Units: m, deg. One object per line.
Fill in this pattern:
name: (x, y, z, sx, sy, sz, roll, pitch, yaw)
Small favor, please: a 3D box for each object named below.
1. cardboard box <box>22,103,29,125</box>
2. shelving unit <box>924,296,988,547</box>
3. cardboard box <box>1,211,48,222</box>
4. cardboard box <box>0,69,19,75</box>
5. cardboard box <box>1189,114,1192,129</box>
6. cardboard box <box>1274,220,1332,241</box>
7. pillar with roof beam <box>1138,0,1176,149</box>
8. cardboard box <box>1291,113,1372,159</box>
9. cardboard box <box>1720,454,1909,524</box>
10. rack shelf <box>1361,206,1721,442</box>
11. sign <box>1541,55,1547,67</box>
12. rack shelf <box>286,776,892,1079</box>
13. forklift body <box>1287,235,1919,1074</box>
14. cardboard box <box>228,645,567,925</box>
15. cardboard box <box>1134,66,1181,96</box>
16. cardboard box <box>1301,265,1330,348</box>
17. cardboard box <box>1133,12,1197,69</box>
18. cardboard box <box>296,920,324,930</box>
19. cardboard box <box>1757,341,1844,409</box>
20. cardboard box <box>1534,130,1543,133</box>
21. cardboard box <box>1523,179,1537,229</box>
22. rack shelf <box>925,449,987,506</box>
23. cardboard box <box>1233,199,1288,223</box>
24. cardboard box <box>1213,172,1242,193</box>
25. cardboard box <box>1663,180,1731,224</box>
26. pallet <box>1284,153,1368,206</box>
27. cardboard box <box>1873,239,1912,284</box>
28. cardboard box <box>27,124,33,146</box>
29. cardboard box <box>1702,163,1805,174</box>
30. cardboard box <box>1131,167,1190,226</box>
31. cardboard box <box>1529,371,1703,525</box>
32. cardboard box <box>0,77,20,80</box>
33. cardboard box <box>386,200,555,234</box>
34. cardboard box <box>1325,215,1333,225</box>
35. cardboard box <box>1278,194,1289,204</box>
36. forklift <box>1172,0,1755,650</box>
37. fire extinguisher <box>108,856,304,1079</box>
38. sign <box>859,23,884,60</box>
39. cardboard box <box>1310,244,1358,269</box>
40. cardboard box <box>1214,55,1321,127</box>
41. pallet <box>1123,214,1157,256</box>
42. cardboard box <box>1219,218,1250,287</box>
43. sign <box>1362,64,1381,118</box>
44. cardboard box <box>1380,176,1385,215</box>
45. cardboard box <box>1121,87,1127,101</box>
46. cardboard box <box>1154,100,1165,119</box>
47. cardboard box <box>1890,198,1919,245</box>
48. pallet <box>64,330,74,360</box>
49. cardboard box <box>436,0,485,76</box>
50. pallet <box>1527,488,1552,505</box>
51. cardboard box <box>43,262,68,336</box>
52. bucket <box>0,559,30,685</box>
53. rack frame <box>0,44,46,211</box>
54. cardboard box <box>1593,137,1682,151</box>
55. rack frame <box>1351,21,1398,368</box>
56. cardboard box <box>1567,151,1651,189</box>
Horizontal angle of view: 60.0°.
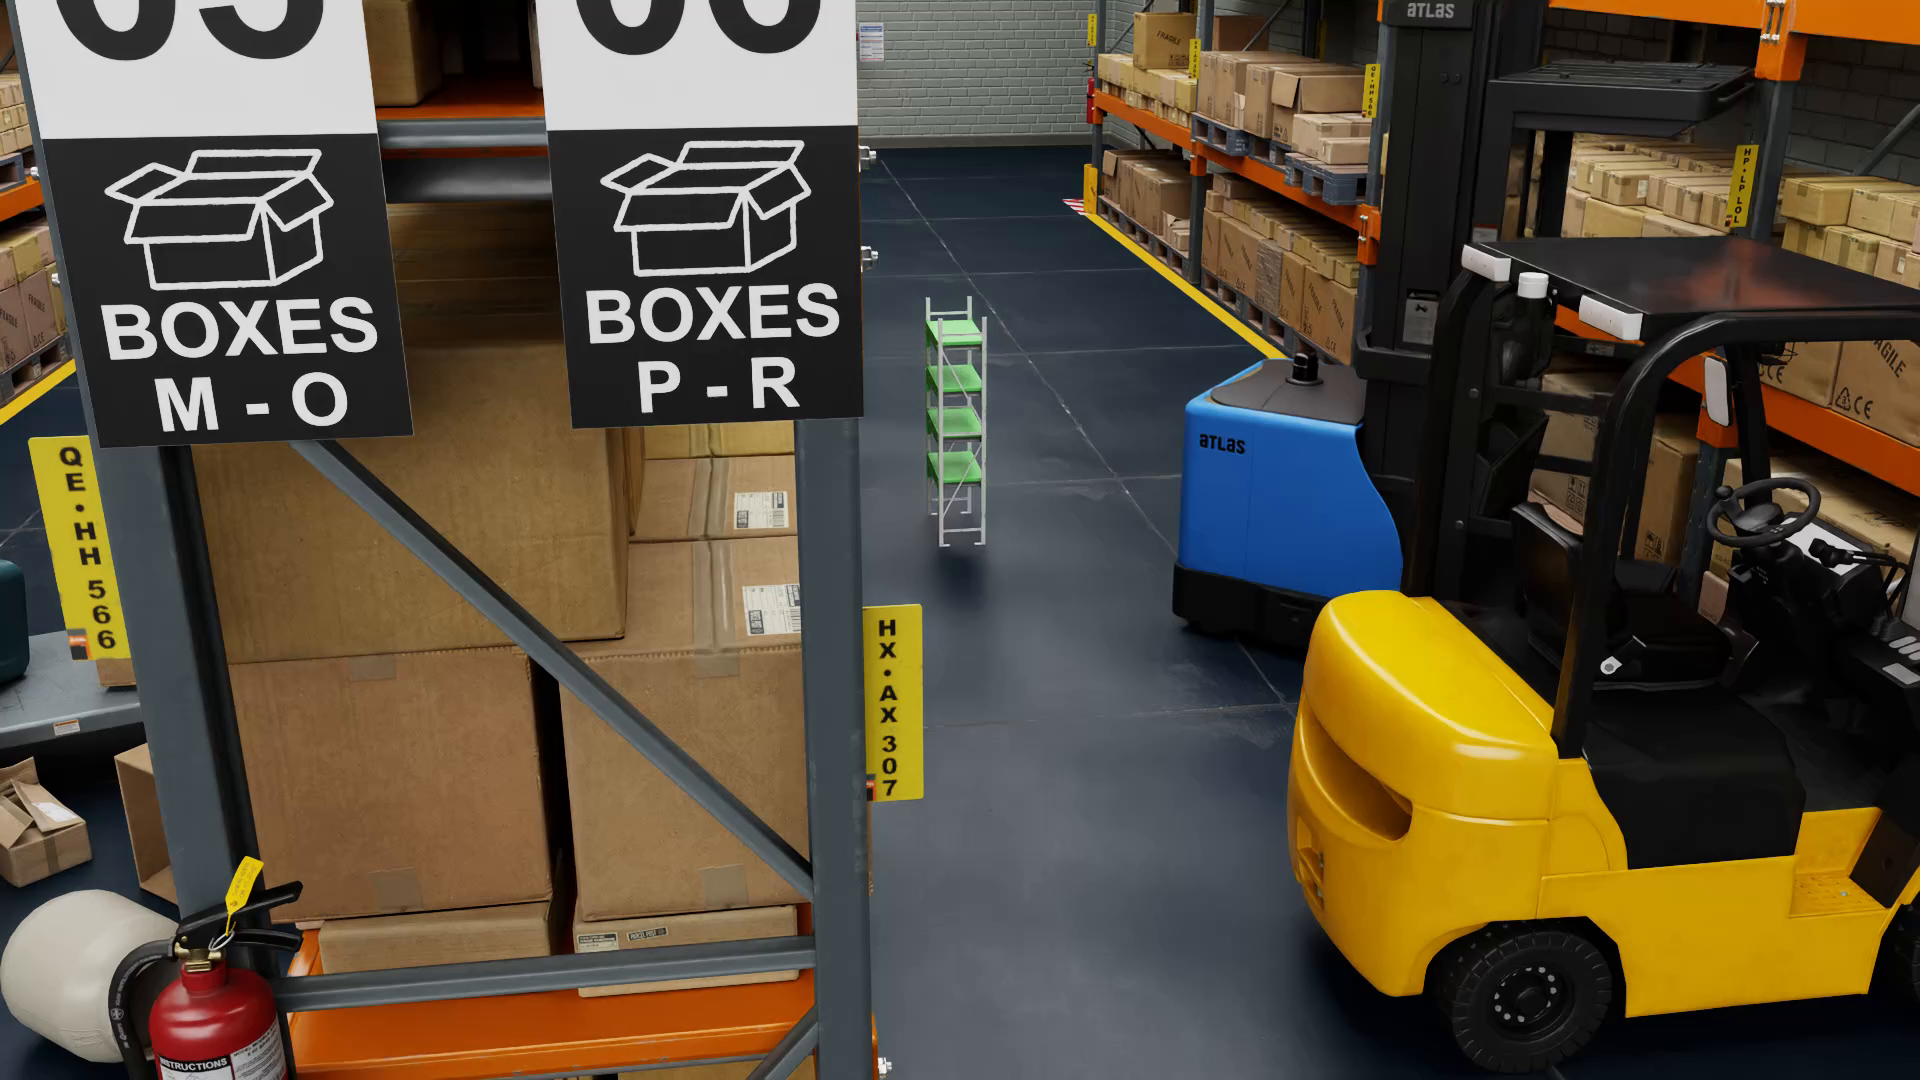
cardboard box: (-6.932, -3.100, 12.063, 0.380, 0.149, 0.250, -2, 21, -5)
shelving unit: (-0.024, -0.619, 8.660, 0.258, 1.200, 0.503, -3, 21, -8)
cardboard box: (-6.899, -2.318, 12.537, 0.500, 0.250, 0.500, -3, 21, -9)
cardboard box: (-7.606, -3.526, 13.301, 0.500, 0.500, 0.500, -3, 21, -8)
cardboard box: (2.242, -3.703, 14.702, 0.380, 0.149, 0.250, -3, 21, -7)
cardboard box: (2.645, -2.374, 12.830, 0.380, 0.149, 0.250, -3, 21, -8)
pillar with roof beam: (-1.795, -8.680, 19.095, 9.100, 9.000, 0.400, -3, 21, -8)
cardboard box: (2.642, -2.813, 11.576, 0.500, 0.250, 0.500, -4, 21, -10)
cardboard box: (3.451, -0.147, 6.722, 0.500, 0.250, 0.500, -3, 21, -9)
rack shelf: (3.403, -1.308, 8.960, 1.077, 0.370, 4.000, -3, 21, -8)
sign: (3.664, -2.909, 10.564, 0.100, 0.325, 0.005, -3, 21, -8)
rack shelf: (-0.932, 0.328, 4.579, 1.077, 0.370, 4.000, -3, 21, -8)
forklift body: (2.189, 0.265, 4.933, 2.313, 2.155, 1.214, -3, 21, -8)
cardboard box: (-0.994, 0.323, 2.995, 0.500, 0.500, 0.500, -3, 21, -9)
cardboard box: (2.004, -4.480, 16.214, 0.500, 0.250, 0.500, -3, 21, -9)
cardboard box: (2.779, -1.673, 11.881, 0.500, 0.500, 0.500, -3, 21, -9)
cardboard box: (1.977, -4.838, 16.100, 0.500, 0.500, 0.500, -2, 21, -6)
cardboard box: (-1.055, 0.600, 3.180, 0.380, 0.149, 0.250, -3, 21, -8)
cardboard box: (3.497, -0.833, 6.516, 0.500, 0.500, 0.500, -3, 21, -9)
cardboard box: (3.088, -2.208, 9.271, 0.380, 0.149, 0.250, -3, 21, -7)
cardboard box: (3.164, -1.805, 8.761, 0.500, 0.250, 0.500, -3, 21, -7)
rack shelf: (-0.024, -0.335, 8.766, 0.258, 0.148, 0.480, -3, 21, -8)
cardboard box: (2.491, -2.735, 13.796, 0.380, 0.149, 0.250, -4, 21, -11)
cardboard box: (2.387, -3.057, 14.235, 0.380, 0.149, 0.250, -3, 21, -9)
cardboard box: (3.367, -1.499, 7.373, 0.380, 0.149, 0.250, -3, 21, -9)
pallet: (2.948, -2.479, 11.341, 1.213, 0.211, 1.003, -3, 21, -8)
cardboard box: (3.581, -1.002, 6.041, 0.380, 0.149, 0.250, -3, 21, -8)
cardboard box: (-6.932, -2.962, 12.118, 0.380, 0.149, 0.250, -3, 21, -8)
cardboard box: (3.774, -1.706, 7.926, 0.380, 0.149, 0.250, -3, 21, -8)
cardboard box: (2.018, -3.431, 16.587, 0.500, 0.500, 0.500, -3, 21, -7)
cardboard box: (3.501, -0.486, 8.525, 0.875, 0.625, 0.625, -3, 21, -8)
cardboard box: (-6.966, -3.322, 12.232, 0.380, 0.149, 0.250, -4, 21, -9)
cardboard box: (-1.174, -0.484, 3.727, 0.700, 0.500, 0.500, -3, 21, -8)
cardboard box: (3.105, -2.494, 13.151, 0.380, 0.149, 0.250, -3, 21, -7)
cardboard box: (2.920, -2.849, 14.101, 0.380, 0.149, 0.250, -3, 21, -8)
forklift: (2.499, -0.847, 6.795, 3.031, 2.935, 1.130, 12, 24, 29)
fire extinguisher: (-1.083, 0.783, 2.444, 0.296, 0.674, 0.183, -3, 21, -8)
sign: (-1.227, -6.915, 23.079, 0.329, 0.494, 0.001, -3, 21, -8)
cardboard box: (2.729, -2.012, 11.862, 0.380, 0.149, 0.250, -4, 21, -10)
cardboard box: (2.461, -3.608, 13.347, 0.700, 0.500, 0.500, -3, 21, -7)
pallet: (2.261, -3.078, 16.655, 1.003, 0.211, 1.213, -3, 21, -8)
cardboard box: (2.472, -2.386, 13.789, 0.500, 0.500, 0.500, -3, 21, -8)
sign: (2.579, -2.813, 10.418, 0.100, 0.325, 0.005, -3, 21, -8)
cardboard box: (2.937, -2.102, 10.270, 0.500, 0.250, 0.500, -3, 21, -8)
cardboard box: (1.868, -4.597, 17.096, 0.380, 0.149, 0.250, -2, 21, -6)
cardboard box: (2.046, -4.060, 15.658, 0.380, 0.149, 0.250, -3, 21, -9)
cardboard box: (3.617, -1.144, 5.997, 0.380, 0.149, 0.250, -3, 21, -9)
pallet: (-7.143, -1.611, 12.727, 1.003, 0.211, 1.213, -3, 21, -8)
cardboard box: (-1.044, -0.892, 2.888, 0.380, 0.149, 0.250, -2, 21, -6)
pallet: (3.367, -0.323, 9.280, 1.003, 0.211, 1.213, -3, 21, -8)
cardboard box: (-6.827, -1.791, 12.197, 0.500, 0.500, 0.500, -3, 21, -9)
bucket: (-3.803, 0.336, 6.037, 0.726, 0.611, 0.620, 4, 11, 11)
rack frame: (-7.257, -3.187, 12.961, 1.000, 3.000, 0.127, -3, 21, -8)
cardboard box: (3.602, -2.056, 8.863, 0.380, 0.149, 0.250, -2, 21, -6)
rack frame: (3.115, -2.338, 10.689, 1.000, 3.000, 0.127, -3, 21, -8)
cardboard box: (3.209, -1.852, 8.317, 0.380, 0.149, 0.250, -3, 21, -7)
